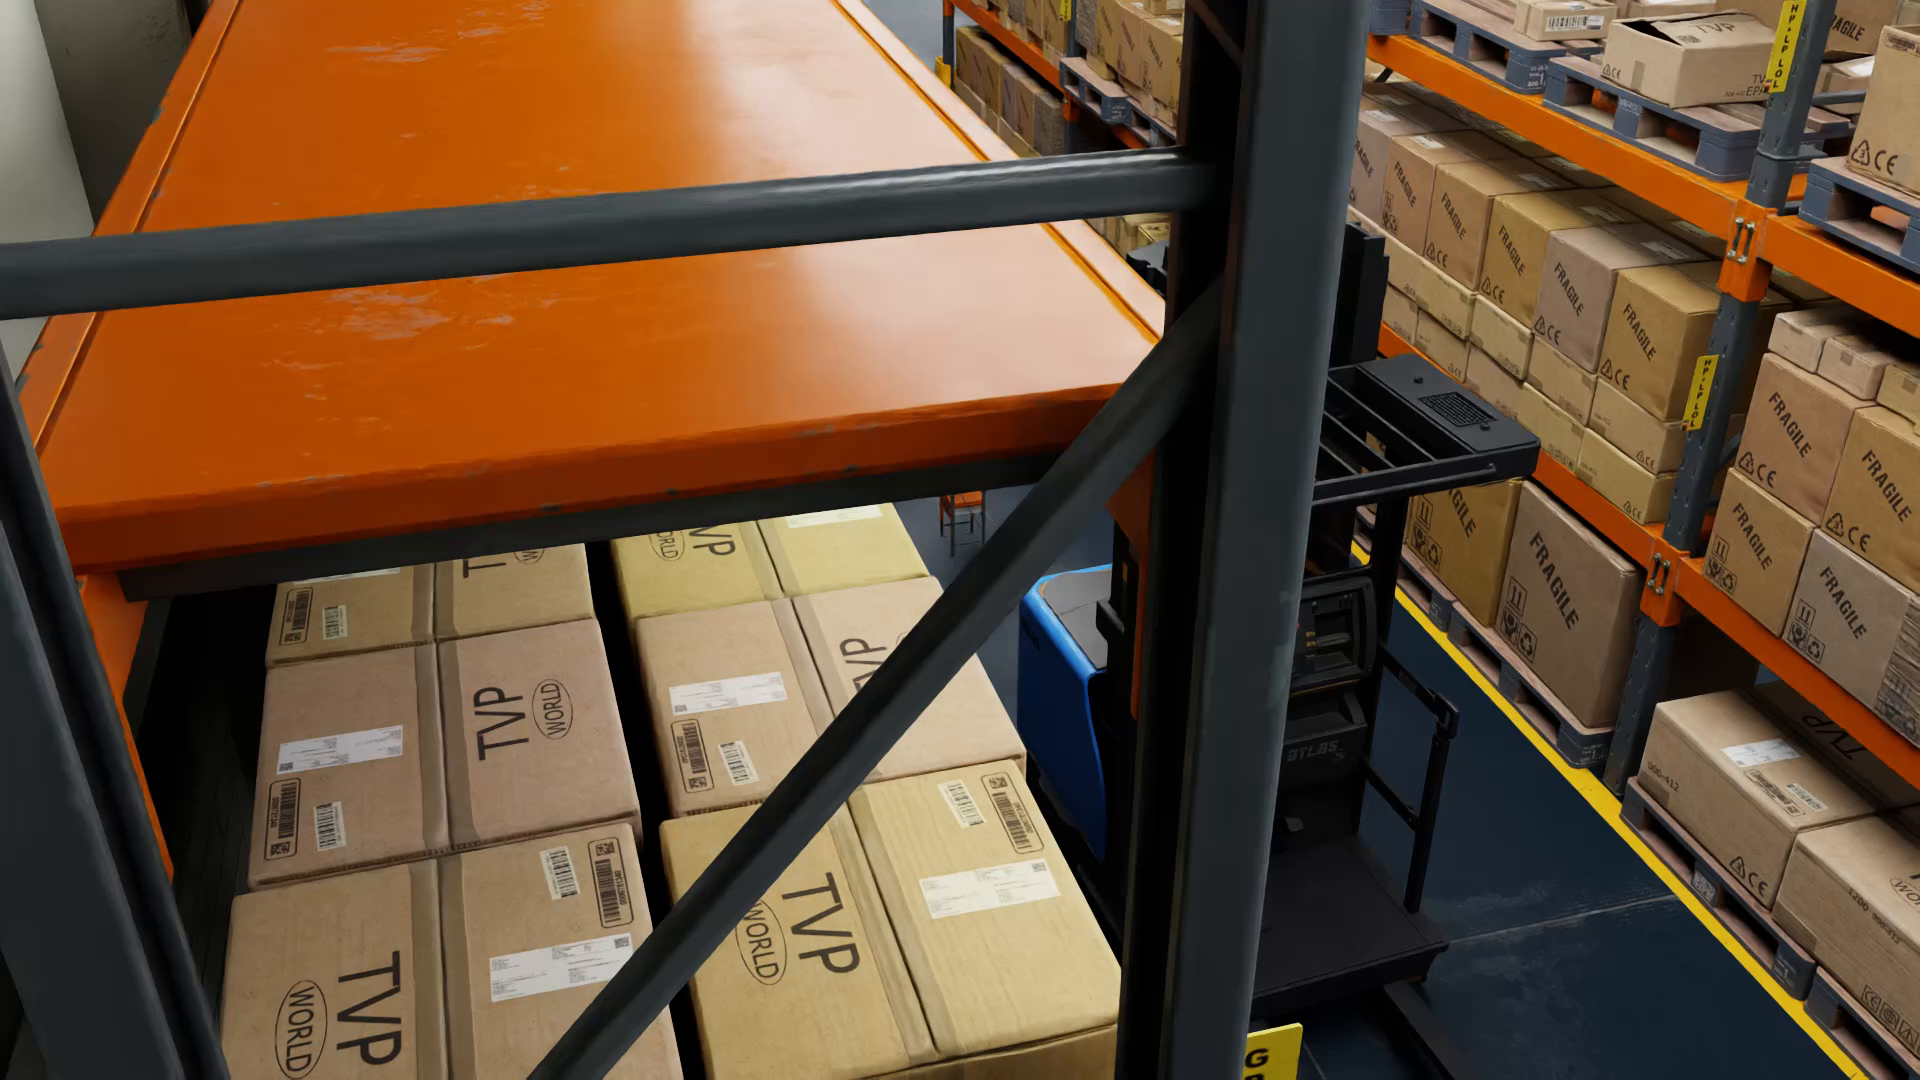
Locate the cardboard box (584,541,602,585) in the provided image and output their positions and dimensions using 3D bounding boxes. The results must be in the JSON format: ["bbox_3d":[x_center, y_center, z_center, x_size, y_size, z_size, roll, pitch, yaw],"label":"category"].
[{"bbox_3d":[-0.998,-0.107,3.301,0.500,0.250,0.500,-8,31,-13],"label":"cardboard box"}]

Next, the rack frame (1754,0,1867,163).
[{"bbox_3d":[3.503,-2.798,5.600,1.000,3.000,0.127,-8,31,-13],"label":"rack frame"}]

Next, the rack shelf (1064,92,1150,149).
[{"bbox_3d":[1.911,-2.788,12.290,1.077,0.370,4.000,-8,31,-13],"label":"rack shelf"}]

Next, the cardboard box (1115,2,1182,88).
[{"bbox_3d":[1.479,-3.672,12.283,0.500,0.500,0.500,-8,31,-14],"label":"cardboard box"}]

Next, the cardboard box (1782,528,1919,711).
[{"bbox_3d":[3.505,0.261,6.206,0.500,0.500,0.500,-8,31,-13],"label":"cardboard box"}]

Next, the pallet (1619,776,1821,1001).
[{"bbox_3d":[3.630,1.383,7.149,1.003,0.211,1.213,-8,31,-13],"label":"pallet"}]

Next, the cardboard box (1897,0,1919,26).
[{"bbox_3d":[7.078,-3.534,11.764,0.700,0.500,0.500,-8,31,-14],"label":"cardboard box"}]

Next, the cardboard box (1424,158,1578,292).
[{"bbox_3d":[2.731,-1.604,8.429,0.500,0.500,0.500,-7,31,-12],"label":"cardboard box"}]

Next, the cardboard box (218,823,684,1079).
[{"bbox_3d":[-0.607,0.637,2.015,0.500,0.250,0.500,-9,31,-15],"label":"cardboard box"}]

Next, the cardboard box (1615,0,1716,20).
[{"bbox_3d":[3.356,-2.552,7.885,0.396,0.266,0.258,-5,30,-9],"label":"cardboard box"}]

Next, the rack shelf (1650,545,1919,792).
[{"bbox_3d":[4.034,1.076,5.615,1.077,0.370,4.000,-8,31,-13],"label":"rack shelf"}]

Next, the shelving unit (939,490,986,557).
[{"bbox_3d":[0.014,-0.429,9.442,0.215,1.050,0.252,-8,31,-13],"label":"shelving unit"}]

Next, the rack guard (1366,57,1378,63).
[{"bbox_3d":[5.057,-5.634,18.984,1.175,0.500,0.348,-8,31,-13],"label":"rack guard"}]

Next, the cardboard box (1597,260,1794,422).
[{"bbox_3d":[3.143,-0.860,7.143,0.500,0.500,0.500,-7,31,-12],"label":"cardboard box"}]

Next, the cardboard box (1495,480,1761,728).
[{"bbox_3d":[3.262,0.248,8.029,0.875,0.875,0.875,-7,31,-12],"label":"cardboard box"}]

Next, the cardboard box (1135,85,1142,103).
[{"bbox_3d":[1.520,-3.331,12.342,0.380,0.149,0.250,-8,31,-13],"label":"cardboard box"}]

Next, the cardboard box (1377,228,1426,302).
[{"bbox_3d":[2.594,-1.515,9.024,0.500,0.250,0.500,-8,31,-13],"label":"cardboard box"}]

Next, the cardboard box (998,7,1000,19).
[{"bbox_3d":[0.575,-4.938,15.537,0.380,0.149,0.250,-9,31,-15],"label":"cardboard box"}]

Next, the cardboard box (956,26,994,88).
[{"bbox_3d":[0.273,-4.875,16.756,0.500,0.500,0.500,-9,31,-15],"label":"cardboard box"}]

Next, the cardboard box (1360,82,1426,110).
[{"bbox_3d":[2.337,-2.338,9.698,0.500,0.500,0.500,-9,31,-15],"label":"cardboard box"}]

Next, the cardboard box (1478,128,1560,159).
[{"bbox_3d":[3.101,-1.907,8.952,0.500,0.500,0.500,-8,31,-13],"label":"cardboard box"}]

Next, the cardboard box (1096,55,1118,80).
[{"bbox_3d":[1.280,-3.707,12.992,0.380,0.149,0.250,-7,31,-12],"label":"cardboard box"}]

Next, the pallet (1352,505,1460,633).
[{"bbox_3d":[2.898,0.053,9.448,1.003,0.211,1.213,-8,31,-13],"label":"pallet"}]

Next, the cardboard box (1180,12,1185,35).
[{"bbox_3d":[1.735,-3.520,11.374,0.380,0.149,0.250,-9,31,-16],"label":"cardboard box"}]

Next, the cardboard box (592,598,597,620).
[{"bbox_3d":[-0.876,0.363,2.988,0.500,0.250,0.500,-9,31,-14],"label":"cardboard box"}]

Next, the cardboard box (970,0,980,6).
[{"bbox_3d":[0.305,-5.309,16.179,0.380,0.149,0.250,-7,31,-13],"label":"cardboard box"}]

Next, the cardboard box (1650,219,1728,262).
[{"bbox_3d":[3.502,-1.170,7.679,0.500,0.500,0.500,-8,31,-14],"label":"cardboard box"}]

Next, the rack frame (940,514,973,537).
[{"bbox_3d":[-0.018,-0.487,9.544,0.200,1.050,0.008,-8,31,-13],"label":"rack frame"}]

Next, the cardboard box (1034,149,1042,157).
[{"bbox_3d":[0.964,-3.307,14.794,0.500,0.250,0.500,-6,31,-11],"label":"cardboard box"}]

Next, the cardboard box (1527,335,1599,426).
[{"bbox_3d":[3.012,-0.774,7.743,0.500,0.250,0.500,-7,31,-12],"label":"cardboard box"}]

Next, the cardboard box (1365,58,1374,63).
[{"bbox_3d":[2.400,-2.986,11.098,0.500,0.500,0.500,-6,31,-11],"label":"cardboard box"}]

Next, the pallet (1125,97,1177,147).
[{"bbox_3d":[1.877,-3.001,12.131,1.003,0.211,1.213,-8,31,-13],"label":"pallet"}]

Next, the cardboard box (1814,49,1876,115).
[{"bbox_3d":[3.708,-1.911,6.778,0.396,0.266,0.258,-8,31,-14],"label":"cardboard box"}]

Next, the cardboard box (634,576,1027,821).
[{"bbox_3d":[-0.212,0.318,2.565,0.500,0.250,0.500,-8,31,-14],"label":"cardboard box"}]

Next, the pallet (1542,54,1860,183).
[{"bbox_3d":[3.212,-1.853,7.153,0.805,0.209,1.217,-9,31,-15],"label":"pallet"}]

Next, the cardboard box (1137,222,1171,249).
[{"bbox_3d":[1.902,-2.174,12.716,0.950,0.372,0.625,-7,31,-12],"label":"cardboard box"}]

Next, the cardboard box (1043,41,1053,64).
[{"bbox_3d":[0.928,-4.191,14.246,0.380,0.149,0.250,-7,31,-12],"label":"cardboard box"}]

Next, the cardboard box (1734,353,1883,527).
[{"bbox_3d":[3.396,-0.415,6.375,0.500,0.500,0.500,-8,31,-13],"label":"cardboard box"}]

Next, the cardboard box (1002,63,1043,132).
[{"bbox_3d":[0.691,-4.123,15.456,0.500,0.500,0.500,-6,31,-11],"label":"cardboard box"}]

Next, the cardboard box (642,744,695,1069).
[{"bbox_3d":[-0.229,0.537,2.686,0.500,0.250,0.500,-7,31,-12],"label":"cardboard box"}]

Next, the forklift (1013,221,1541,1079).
[{"bbox_3d":[1.214,0.451,6.045,1.130,2.935,3.031,-10,32,-17],"label":"forklift"}]

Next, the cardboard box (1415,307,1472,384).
[{"bbox_3d":[2.750,-1.061,8.738,0.500,0.250,0.500,-8,31,-13],"label":"cardboard box"}]

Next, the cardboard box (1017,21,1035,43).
[{"bbox_3d":[0.728,-4.561,14.887,0.380,0.149,0.250,-8,31,-14],"label":"cardboard box"}]

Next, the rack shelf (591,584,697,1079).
[{"bbox_3d":[-0.751,0.440,3.720,1.077,0.370,4.000,-8,31,-13],"label":"rack shelf"}]

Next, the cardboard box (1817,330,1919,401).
[{"bbox_3d":[3.420,-0.649,6.132,0.380,0.149,0.250,-7,31,-13],"label":"cardboard box"}]

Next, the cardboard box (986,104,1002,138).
[{"bbox_3d":[0.551,-4.053,16.083,0.500,0.250,0.500,-6,31,-10],"label":"cardboard box"}]

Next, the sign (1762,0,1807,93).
[{"bbox_3d":[2.983,-1.783,6.011,0.100,0.325,0.005,-8,31,-13],"label":"sign"}]

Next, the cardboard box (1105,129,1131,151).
[{"bbox_3d":[1.484,-3.702,14.729,0.500,0.500,0.500,-6,31,-11],"label":"cardboard box"}]

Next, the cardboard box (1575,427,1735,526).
[{"bbox_3d":[3.141,-0.319,7.457,0.500,0.250,0.500,-9,31,-14],"label":"cardboard box"}]

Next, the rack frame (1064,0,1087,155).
[{"bbox_3d":[1.380,-4.065,13.779,1.000,3.000,0.127,-8,31,-13],"label":"rack frame"}]

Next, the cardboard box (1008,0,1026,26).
[{"bbox_3d":[0.737,-4.916,14.853,0.500,0.500,0.500,-7,31,-12],"label":"cardboard box"}]
